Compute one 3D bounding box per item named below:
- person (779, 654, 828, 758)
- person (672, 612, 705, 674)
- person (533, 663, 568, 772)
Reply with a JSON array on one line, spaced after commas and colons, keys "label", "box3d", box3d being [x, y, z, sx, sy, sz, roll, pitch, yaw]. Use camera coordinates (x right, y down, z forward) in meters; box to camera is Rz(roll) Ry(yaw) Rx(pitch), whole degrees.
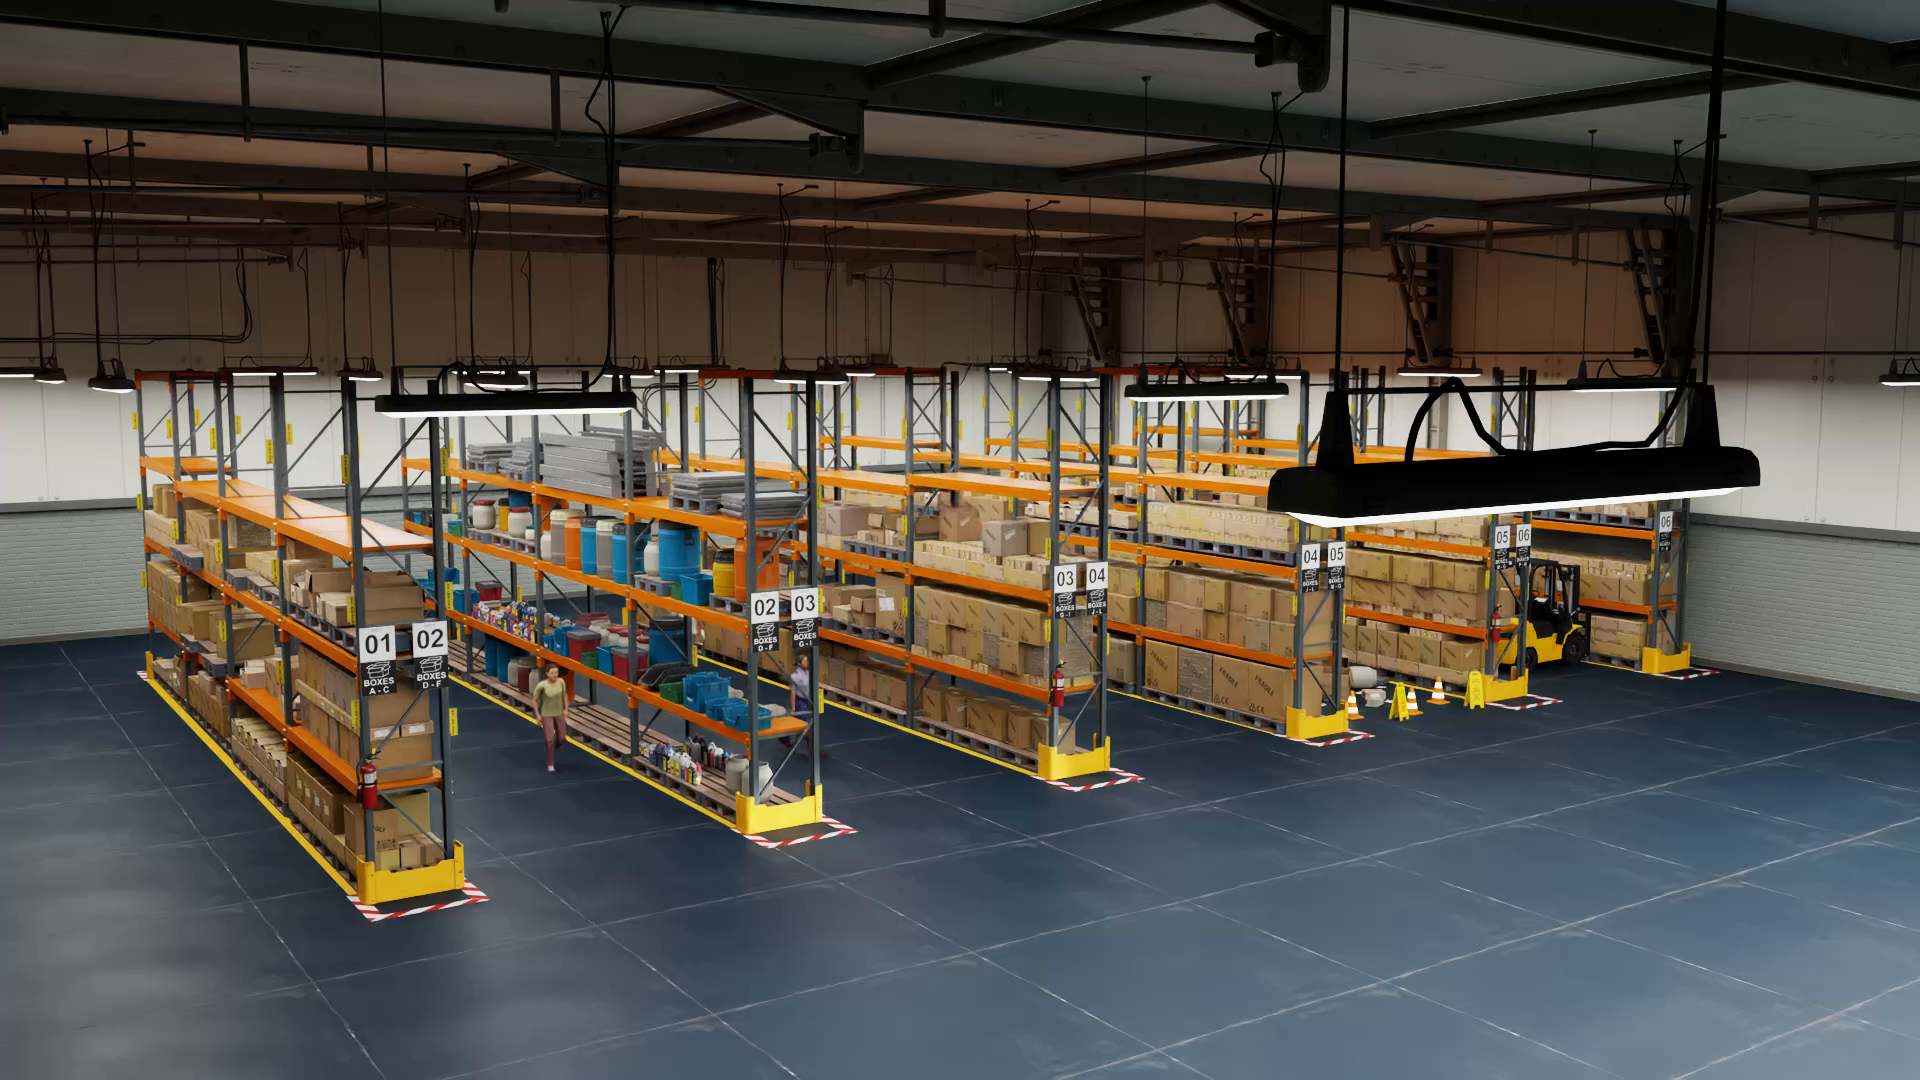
[{"label": "person", "box3d": [-2.466, 2.576, 26.156, 1.064, 1.580, 0.535, 4, 7, 30]}, {"label": "person", "box3d": [-5.243, 1.816, 32.142, 0.613, 1.715, 1.054, -5, 8, -39]}, {"label": "person", "box3d": [-6.254, 2.669, 25.349, 0.547, 1.647, 0.580, -4, 8, -34]}]
